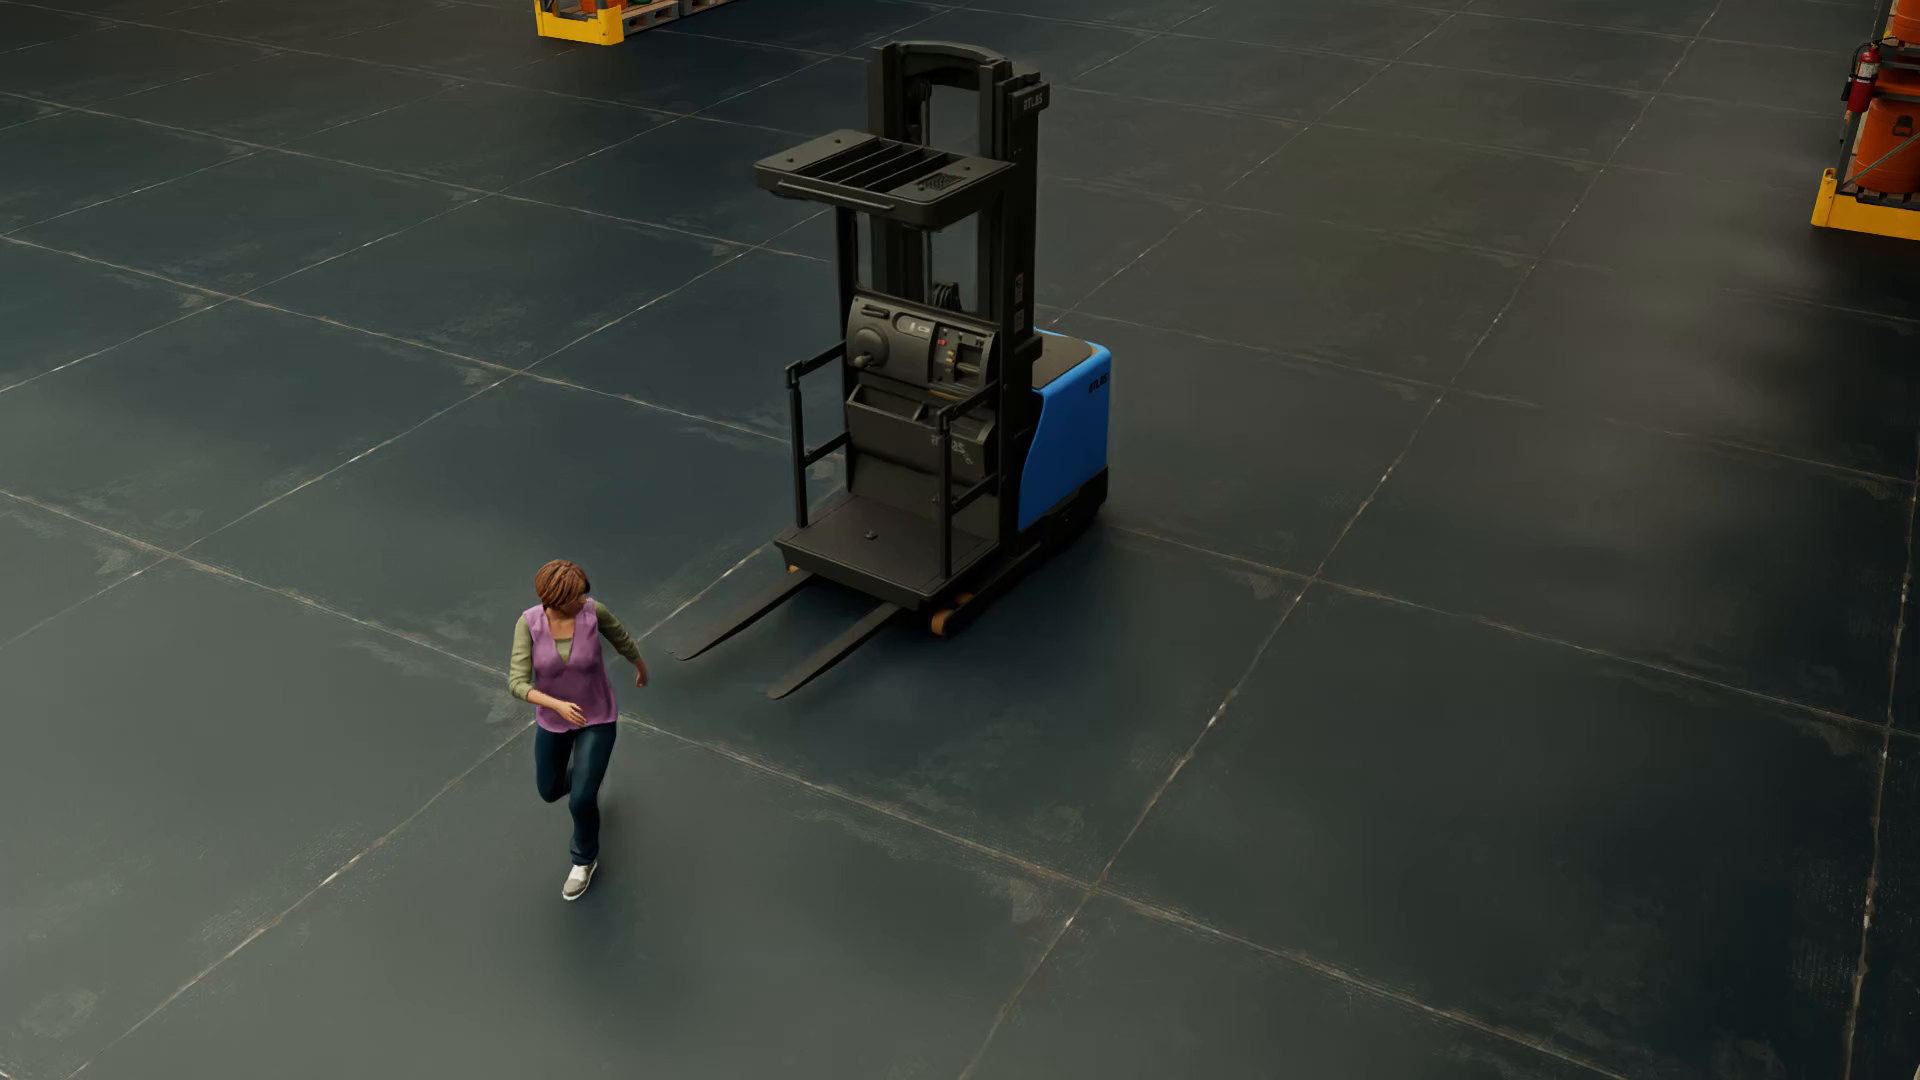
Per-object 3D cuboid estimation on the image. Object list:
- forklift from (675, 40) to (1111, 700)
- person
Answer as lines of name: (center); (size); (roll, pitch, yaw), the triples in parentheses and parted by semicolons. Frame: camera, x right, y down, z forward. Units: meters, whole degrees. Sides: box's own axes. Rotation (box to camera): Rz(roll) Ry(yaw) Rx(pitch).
forklift: (-0.337, -1.008, 8.818); (1.130, 2.935, 3.031); (19, 35, 29)
person: (-1.648, 0.754, 7.203); (0.465, 1.519, 0.719); (3, 30, 4)
